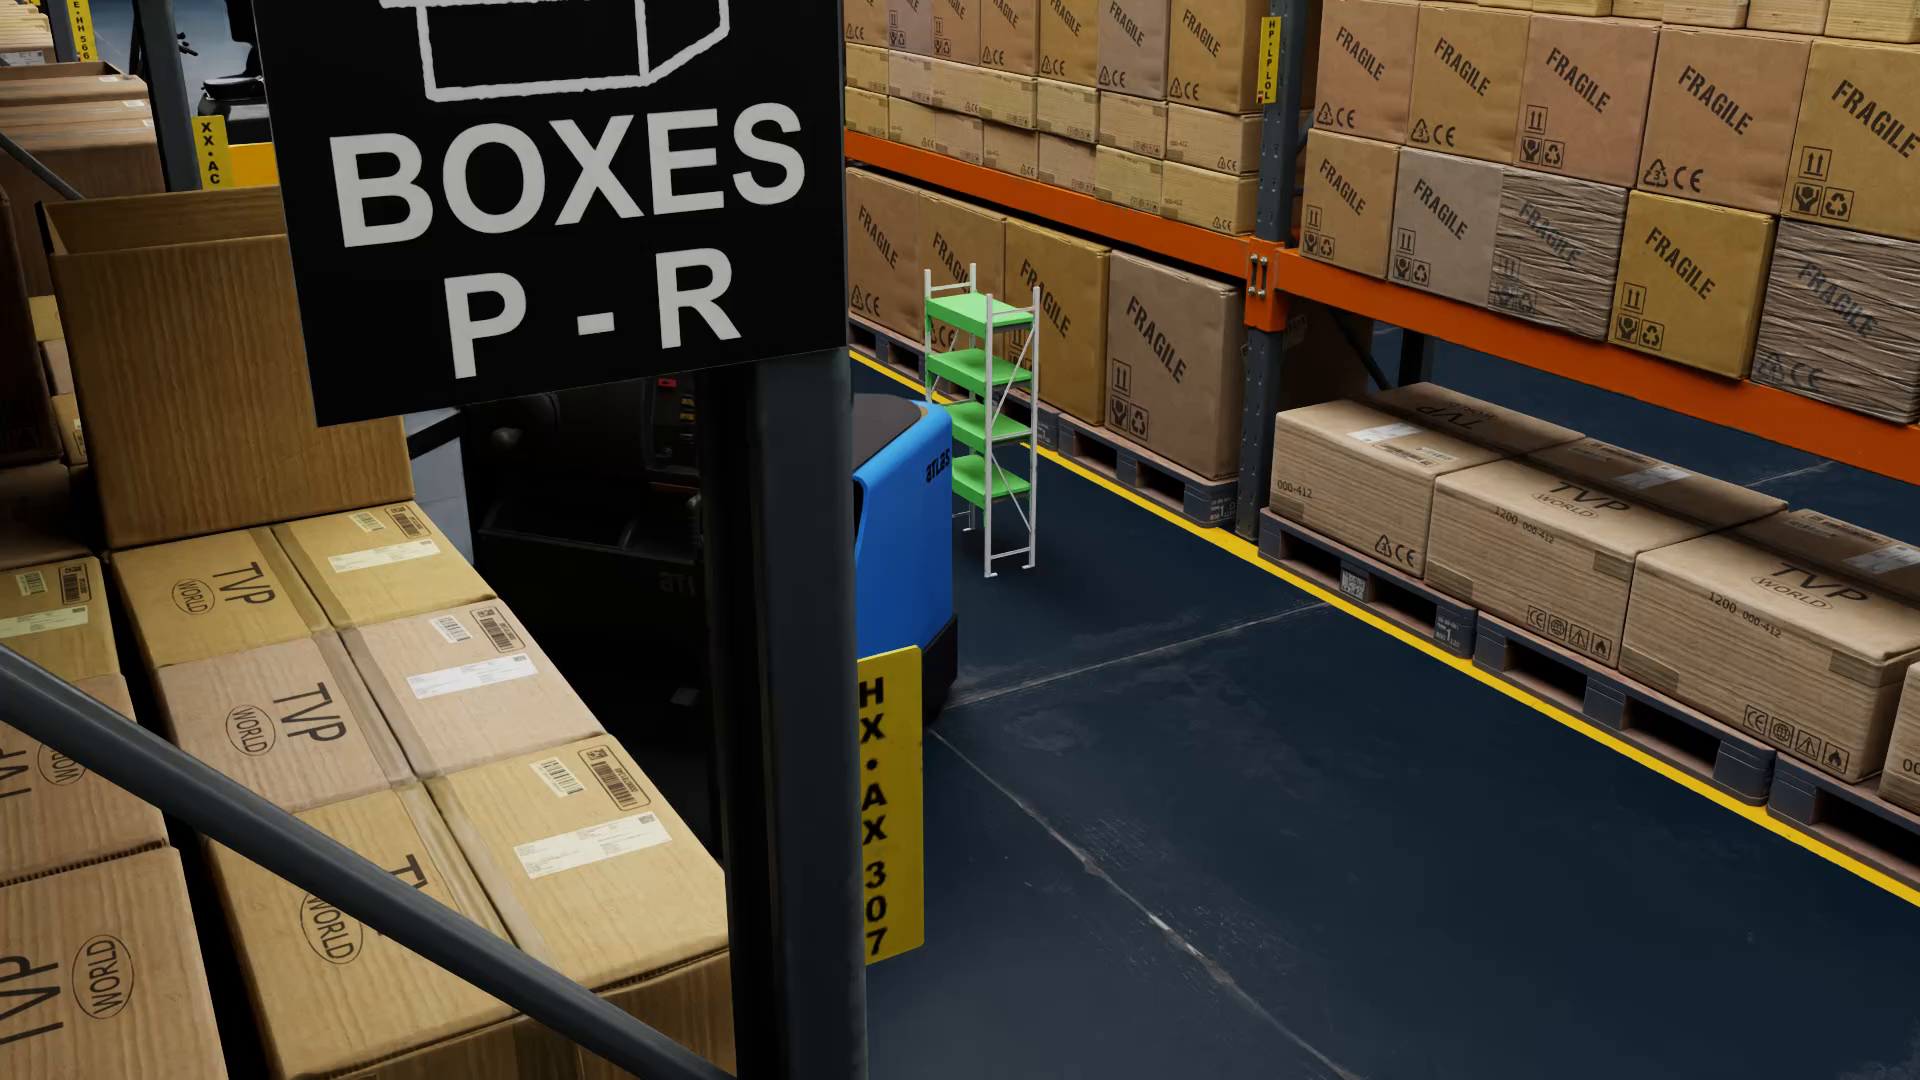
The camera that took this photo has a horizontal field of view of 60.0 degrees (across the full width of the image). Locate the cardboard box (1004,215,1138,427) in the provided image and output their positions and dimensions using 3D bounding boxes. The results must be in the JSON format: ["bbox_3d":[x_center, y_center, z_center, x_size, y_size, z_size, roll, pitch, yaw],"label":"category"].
[{"bbox_3d":[0.823,-1.176,8.485,0.875,0.875,0.875,-12,25,-27],"label":"cardboard box"}]

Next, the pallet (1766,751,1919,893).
[{"bbox_3d":[3.244,0.853,4.932,1.003,0.211,1.213,-13,25,-28],"label":"pallet"}]

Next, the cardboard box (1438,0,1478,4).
[{"bbox_3d":[1.926,-1.993,5.909,0.380,0.149,0.250,-13,25,-29],"label":"cardboard box"}]

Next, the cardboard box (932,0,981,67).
[{"bbox_3d":[0.188,-2.758,8.653,0.500,0.500,0.500,-12,25,-27],"label":"cardboard box"}]

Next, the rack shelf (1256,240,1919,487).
[{"bbox_3d":[2.698,-0.509,5.535,1.077,0.370,4.000,-13,25,-28],"label":"rack shelf"}]

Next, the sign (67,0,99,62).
[{"bbox_3d":[-4.171,-2.436,7.888,0.100,0.325,0.005,-13,25,-28],"label":"sign"}]

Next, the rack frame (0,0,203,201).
[{"bbox_3d":[-2.589,-0.534,4.641,1.000,3.000,0.127,-13,25,-28],"label":"rack frame"}]

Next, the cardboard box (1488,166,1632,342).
[{"bbox_3d":[2.193,-1.008,5.674,0.500,0.500,0.500,-12,25,-28],"label":"cardboard box"}]

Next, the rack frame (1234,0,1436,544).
[{"bbox_3d":[1.676,-1.490,6.993,1.000,3.000,0.127,-13,25,-28],"label":"rack frame"}]

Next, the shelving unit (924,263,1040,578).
[{"bbox_3d":[0.085,-0.502,6.954,0.258,1.200,0.503,-13,25,-28],"label":"shelving unit"}]

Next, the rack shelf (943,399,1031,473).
[{"bbox_3d":[0.085,-0.443,6.978,0.258,0.148,0.480,-13,25,-28],"label":"rack shelf"}]

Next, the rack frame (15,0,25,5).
[{"bbox_3d":[-6.676,-3.123,11.012,1.000,3.000,0.127,-13,25,-28],"label":"rack frame"}]

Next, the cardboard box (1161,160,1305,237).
[{"bbox_3d":[1.231,-1.517,7.259,0.500,0.250,0.500,-13,26,-29],"label":"cardboard box"}]

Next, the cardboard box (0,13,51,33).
[{"bbox_3d":[-5.430,-2.923,9.526,0.380,0.149,0.250,-13,26,-30],"label":"cardboard box"}]

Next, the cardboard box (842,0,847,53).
[{"bbox_3d":[-0.838,-3.257,10.255,0.500,0.500,0.500,-13,26,-30],"label":"cardboard box"}]

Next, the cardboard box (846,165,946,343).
[{"bbox_3d":[-0.085,-1.755,9.910,0.875,0.875,0.875,-13,25,-29],"label":"cardboard box"}]

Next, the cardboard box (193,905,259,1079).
[{"bbox_3d":[-0.812,0.567,2.268,0.380,0.149,0.250,-13,25,-29],"label":"cardboard box"}]

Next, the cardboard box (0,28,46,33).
[{"bbox_3d":[-4.977,-2.582,8.685,0.380,0.149,0.250,-12,25,-28],"label":"cardboard box"}]

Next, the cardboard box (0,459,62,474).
[{"bbox_3d":[-2.044,-0.061,3.283,0.500,0.250,0.500,-12,25,-27],"label":"cardboard box"}]

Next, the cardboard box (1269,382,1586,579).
[{"bbox_3d":[1.905,-0.273,6.845,0.875,0.438,0.875,-13,25,-29],"label":"cardboard box"}]

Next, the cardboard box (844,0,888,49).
[{"bbox_3d":[-0.325,-3.087,9.463,0.500,0.500,0.500,-14,26,-30],"label":"cardboard box"}]

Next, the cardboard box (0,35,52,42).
[{"bbox_3d":[-4.679,-2.421,8.291,0.380,0.149,0.250,-12,25,-27],"label":"cardboard box"}]

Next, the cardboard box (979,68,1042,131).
[{"bbox_3d":[0.434,-2.237,8.367,0.500,0.250,0.500,-12,25,-27],"label":"cardboard box"}]

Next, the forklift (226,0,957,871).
[{"bbox_3d":[-0.992,-0.364,4.315,1.130,2.935,3.031,8,23,18],"label":"forklift"}]

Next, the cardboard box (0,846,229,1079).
[{"bbox_3d":[-1.009,0.595,1.668,0.500,0.250,0.500,-12,25,-27],"label":"cardboard box"}]

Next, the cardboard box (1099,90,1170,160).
[{"bbox_3d":[0.980,-1.908,7.557,0.500,0.250,0.500,-12,25,-27],"label":"cardboard box"}]

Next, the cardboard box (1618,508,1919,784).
[{"bbox_3d":[2.822,0.309,5.414,0.875,0.438,0.875,-12,25,-27],"label":"cardboard box"}]

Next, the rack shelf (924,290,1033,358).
[{"bbox_3d":[0.085,-0.888,6.797,0.258,0.148,0.480,-13,25,-28],"label":"rack shelf"}]

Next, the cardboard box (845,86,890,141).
[{"bbox_3d":[-0.333,-2.508,9.698,0.500,0.250,0.500,-13,26,-29],"label":"cardboard box"}]

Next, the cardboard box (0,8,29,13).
[{"bbox_3d":[-5.755,-3.076,9.902,0.380,0.149,0.250,-13,26,-29],"label":"cardboard box"}]

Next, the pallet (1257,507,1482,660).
[{"bbox_3d":[1.998,0.063,6.875,1.003,0.211,1.213,-13,25,-28],"label":"pallet"}]

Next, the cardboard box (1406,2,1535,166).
[{"bbox_3d":[1.964,-1.634,5.887,0.500,0.500,0.500,-13,25,-29],"label":"cardboard box"}]

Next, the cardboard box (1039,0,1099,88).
[{"bbox_3d":[0.720,-2.429,7.844,0.500,0.500,0.500,-12,25,-27],"label":"cardboard box"}]

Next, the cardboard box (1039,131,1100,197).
[{"bbox_3d":[0.730,-1.849,8.076,0.500,0.250,0.500,-13,26,-30],"label":"cardboard box"}]

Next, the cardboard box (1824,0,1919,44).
[{"bbox_3d":[2.665,-1.485,4.659,0.380,0.149,0.250,-12,25,-27],"label":"cardboard box"}]

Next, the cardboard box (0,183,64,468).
[{"bbox_3d":[-2.057,-0.416,3.160,0.500,0.500,0.500,-13,26,-30],"label":"cardboard box"}]

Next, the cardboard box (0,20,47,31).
[{"bbox_3d":[-5.210,-2.751,9.102,0.380,0.149,0.250,-12,25,-27],"label":"cardboard box"}]

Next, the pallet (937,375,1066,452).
[{"bbox_3d":[0.590,-0.828,9.069,1.003,0.211,1.213,-13,25,-28],"label":"pallet"}]

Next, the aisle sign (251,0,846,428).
[{"bbox_3d":[-0.258,-0.478,1.050,0.394,0.787,0.004,-13,25,-28],"label":"aisle sign"}]

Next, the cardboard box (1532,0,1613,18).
[{"bbox_3d":[2.111,-1.809,5.457,0.380,0.149,0.250,-13,26,-30],"label":"cardboard box"}]

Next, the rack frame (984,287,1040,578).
[{"bbox_3d":[0.209,-0.423,6.759,0.240,1.200,0.015,-13,25,-28],"label":"rack frame"}]

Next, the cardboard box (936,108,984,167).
[{"bbox_3d":[0.207,-2.174,8.877,0.500,0.250,0.500,-12,25,-27],"label":"cardboard box"}]

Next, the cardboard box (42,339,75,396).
[{"bbox_3d":[-1.850,-0.325,3.931,0.500,0.250,0.500,-13,25,-28],"label":"cardboard box"}]

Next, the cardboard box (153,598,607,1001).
[{"bbox_3d":[-0.804,0.331,2.318,0.500,0.250,0.500,-12,25,-28],"label":"cardboard box"}]

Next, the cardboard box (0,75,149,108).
[{"bbox_3d":[-3.309,-1.396,6.071,0.700,0.500,0.500,-13,25,-29],"label":"cardboard box"}]

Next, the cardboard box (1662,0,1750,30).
[{"bbox_3d":[2.376,-1.651,5.067,0.380,0.149,0.250,-13,25,-28],"label":"cardboard box"}]

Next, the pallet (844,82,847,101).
[{"bbox_3d":[-0.823,-2.906,10.732,1.213,0.211,1.003,-13,25,-28],"label":"pallet"}]

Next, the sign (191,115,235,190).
[{"bbox_3d":[-2.126,-1.042,4.741,0.100,0.325,0.005,-13,25,-28],"label":"sign"}]

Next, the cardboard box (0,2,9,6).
[{"bbox_3d":[-6.083,-3.233,10.287,0.380,0.149,0.250,-13,25,-28],"label":"cardboard box"}]

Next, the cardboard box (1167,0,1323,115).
[{"bbox_3d":[1.232,-2.095,7.023,0.500,0.500,0.500,-12,25,-27],"label":"cardboard box"}]

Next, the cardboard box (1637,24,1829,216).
[{"bbox_3d":[2.471,-1.302,5.070,0.500,0.500,0.500,-13,25,-29],"label":"cardboard box"}]

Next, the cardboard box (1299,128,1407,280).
[{"bbox_3d":[1.691,-1.334,6.476,0.500,0.500,0.500,-12,25,-27],"label":"cardboard box"}]

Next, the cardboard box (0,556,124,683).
[{"bbox_3d":[-1.520,0.267,2.476,0.500,0.250,0.500,-12,25,-27],"label":"cardboard box"}]

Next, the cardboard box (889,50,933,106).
[{"bbox_3d":[-0.057,-2.568,9.180,0.500,0.250,0.500,-12,25,-27],"label":"cardboard box"}]

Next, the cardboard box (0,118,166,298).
[{"bbox_3d":[-2.644,-0.974,5.034,0.700,0.500,0.500,-12,25,-27],"label":"cardboard box"}]

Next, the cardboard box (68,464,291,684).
[{"bbox_3d":[-1.345,0.006,3.117,0.500,0.250,0.500,-13,26,-30],"label":"cardboard box"}]

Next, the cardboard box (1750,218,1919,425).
[{"bbox_3d":[2.731,-0.676,4.859,0.500,0.500,0.500,-12,25,-27],"label":"cardboard box"}]
